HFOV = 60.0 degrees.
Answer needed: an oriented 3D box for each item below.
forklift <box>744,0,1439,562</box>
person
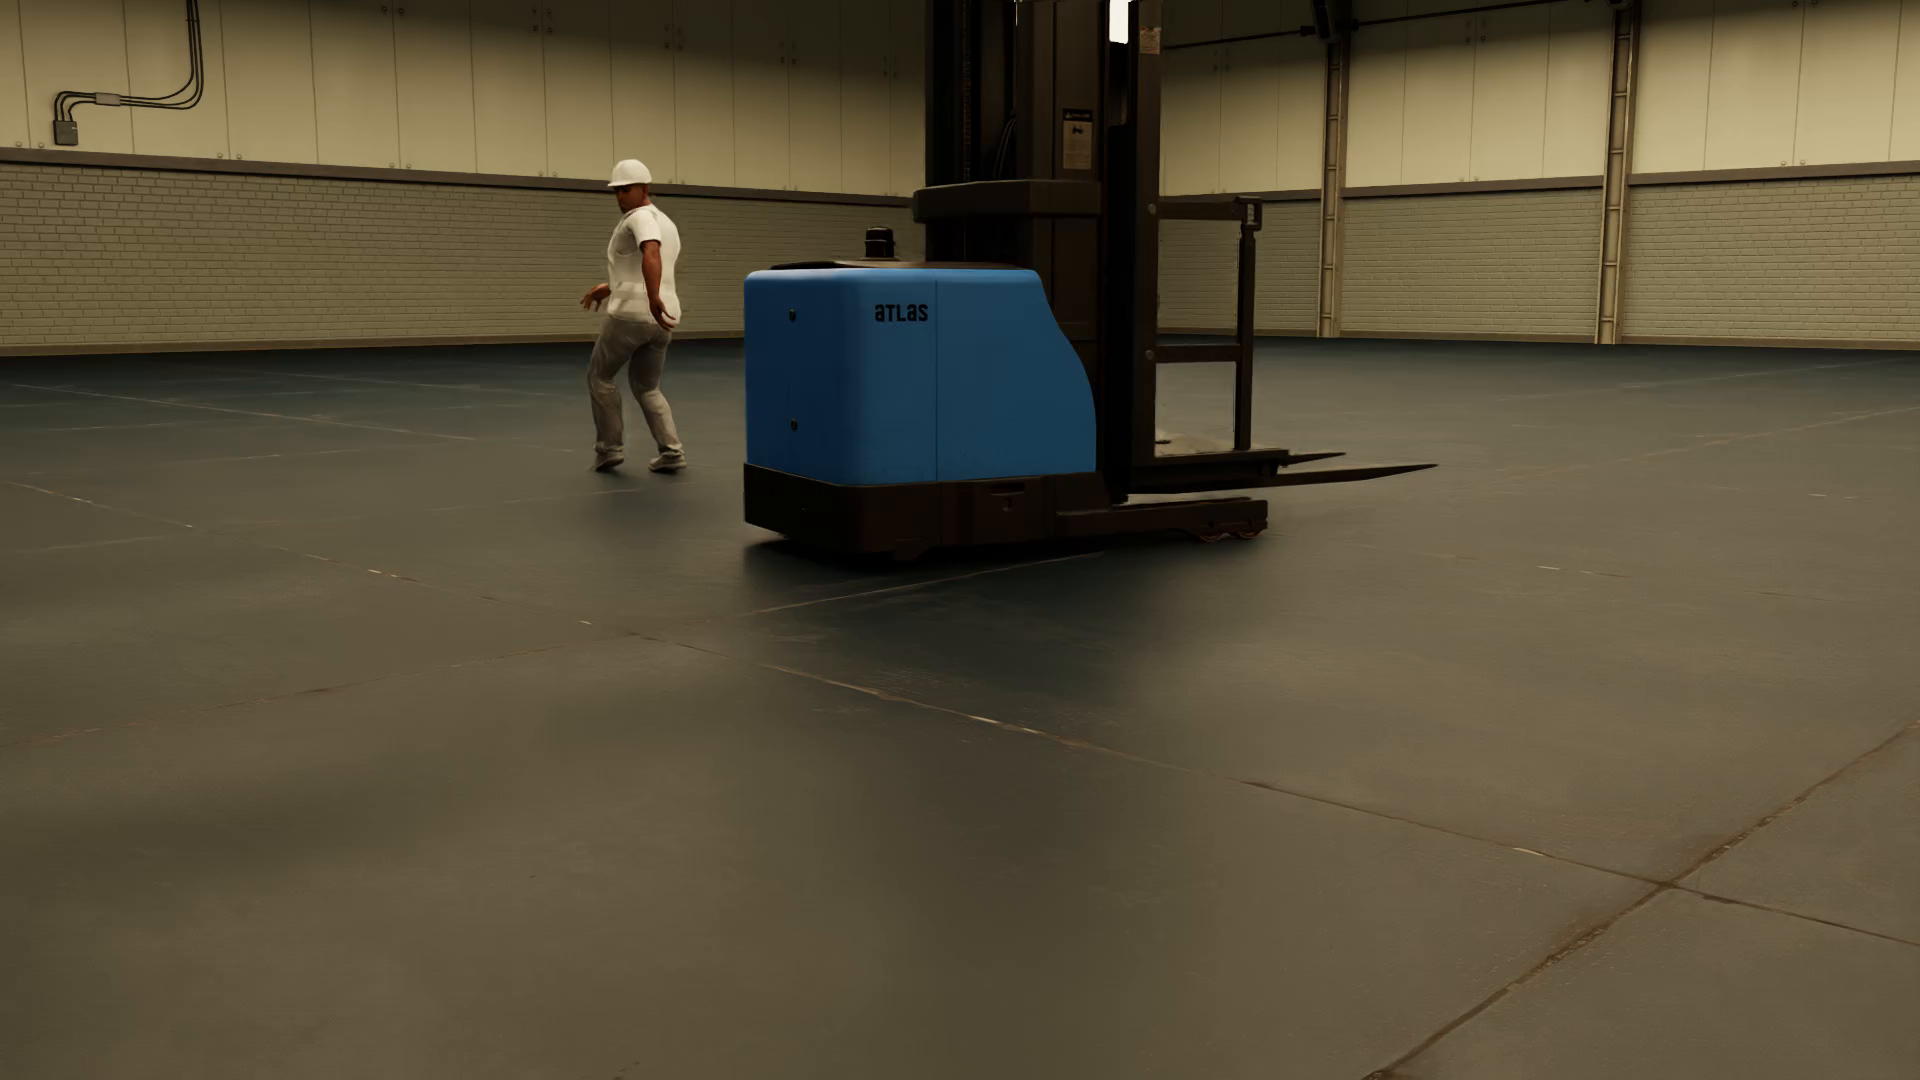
[{"bbox_3d":[0.670,-1.503,6.853,3.031,2.935,1.130,-5,10,-29],"label":"forklift"},{"bbox_3d":[-1.740,-1.195,9.142,0.866,1.760,0.628,5,10,31],"label":"person"}]
